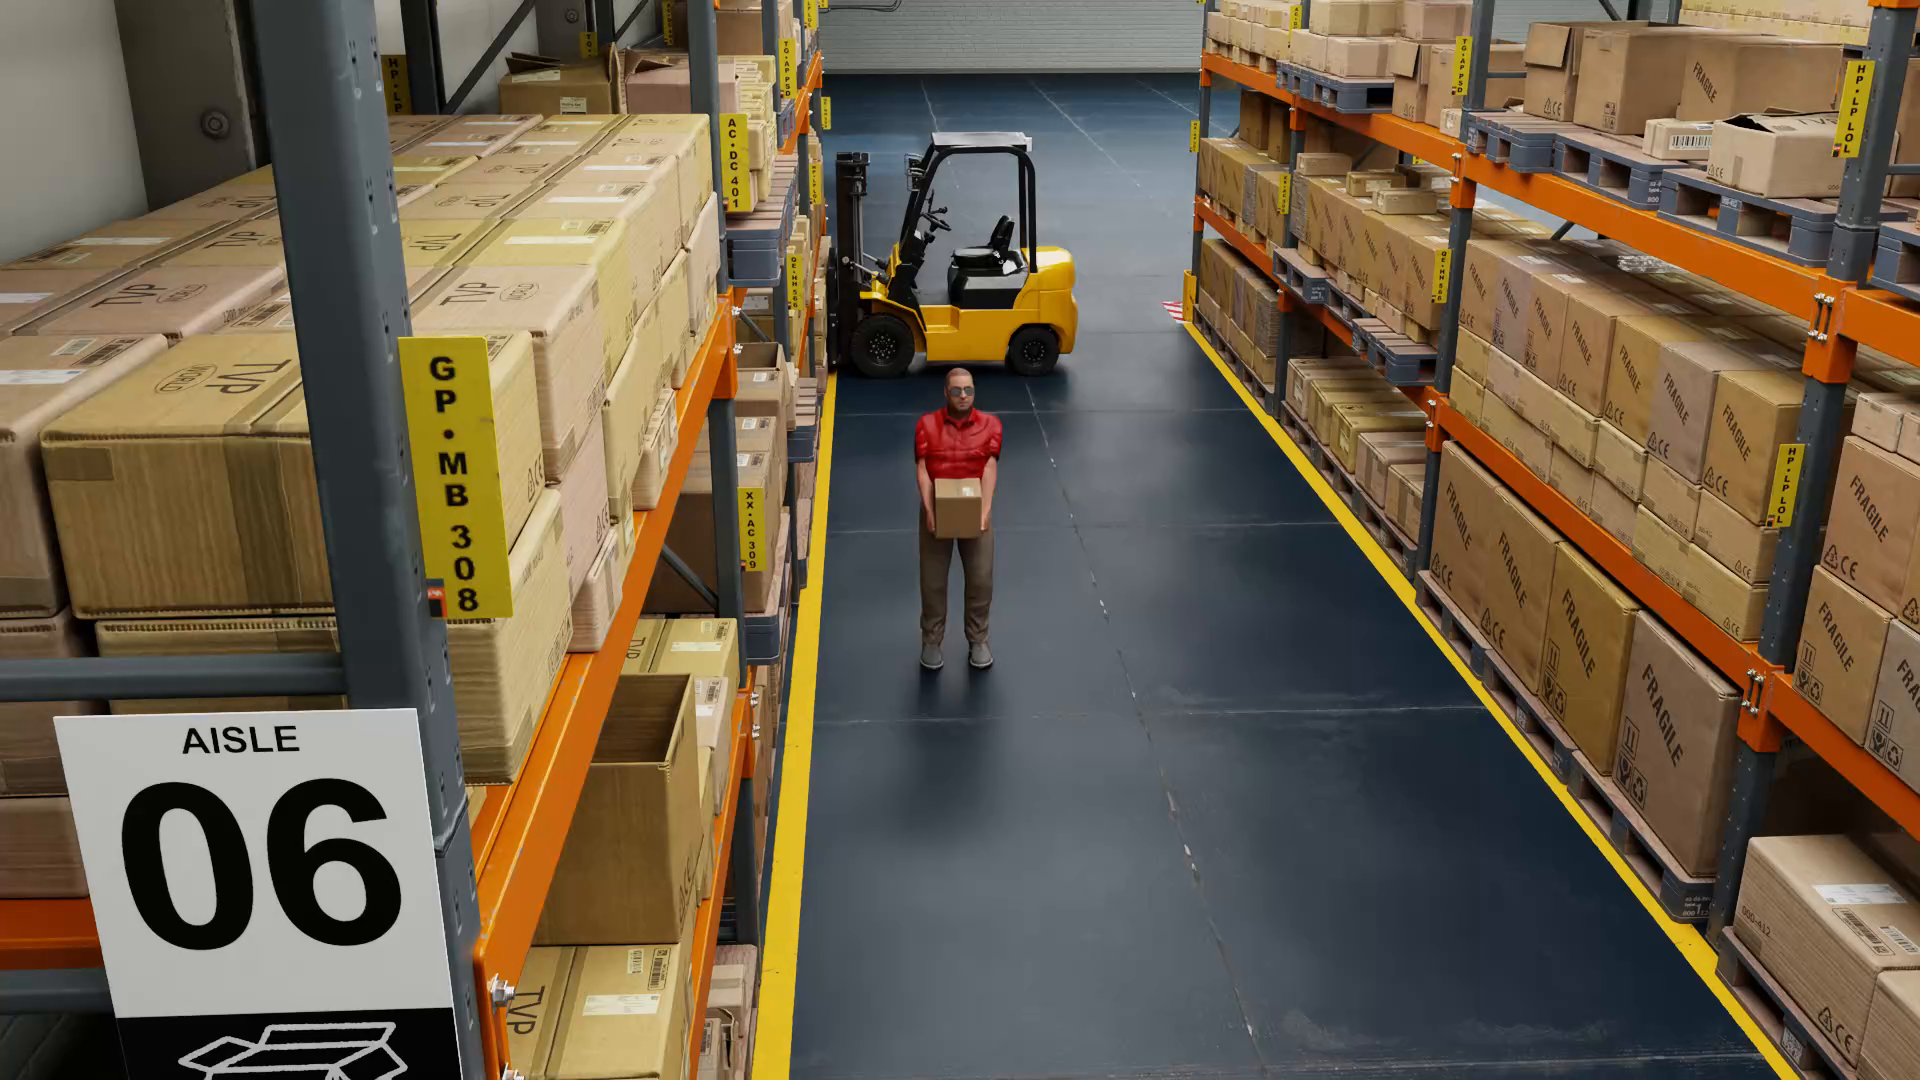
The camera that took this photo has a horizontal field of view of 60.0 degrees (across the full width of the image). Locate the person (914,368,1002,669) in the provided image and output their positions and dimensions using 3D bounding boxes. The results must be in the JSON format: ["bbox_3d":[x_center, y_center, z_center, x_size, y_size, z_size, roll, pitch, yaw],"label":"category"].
[{"bbox_3d":[-0.006,-0.091,9.364,0.494,1.717,0.530,-1,20,-2],"label":"person"}]
